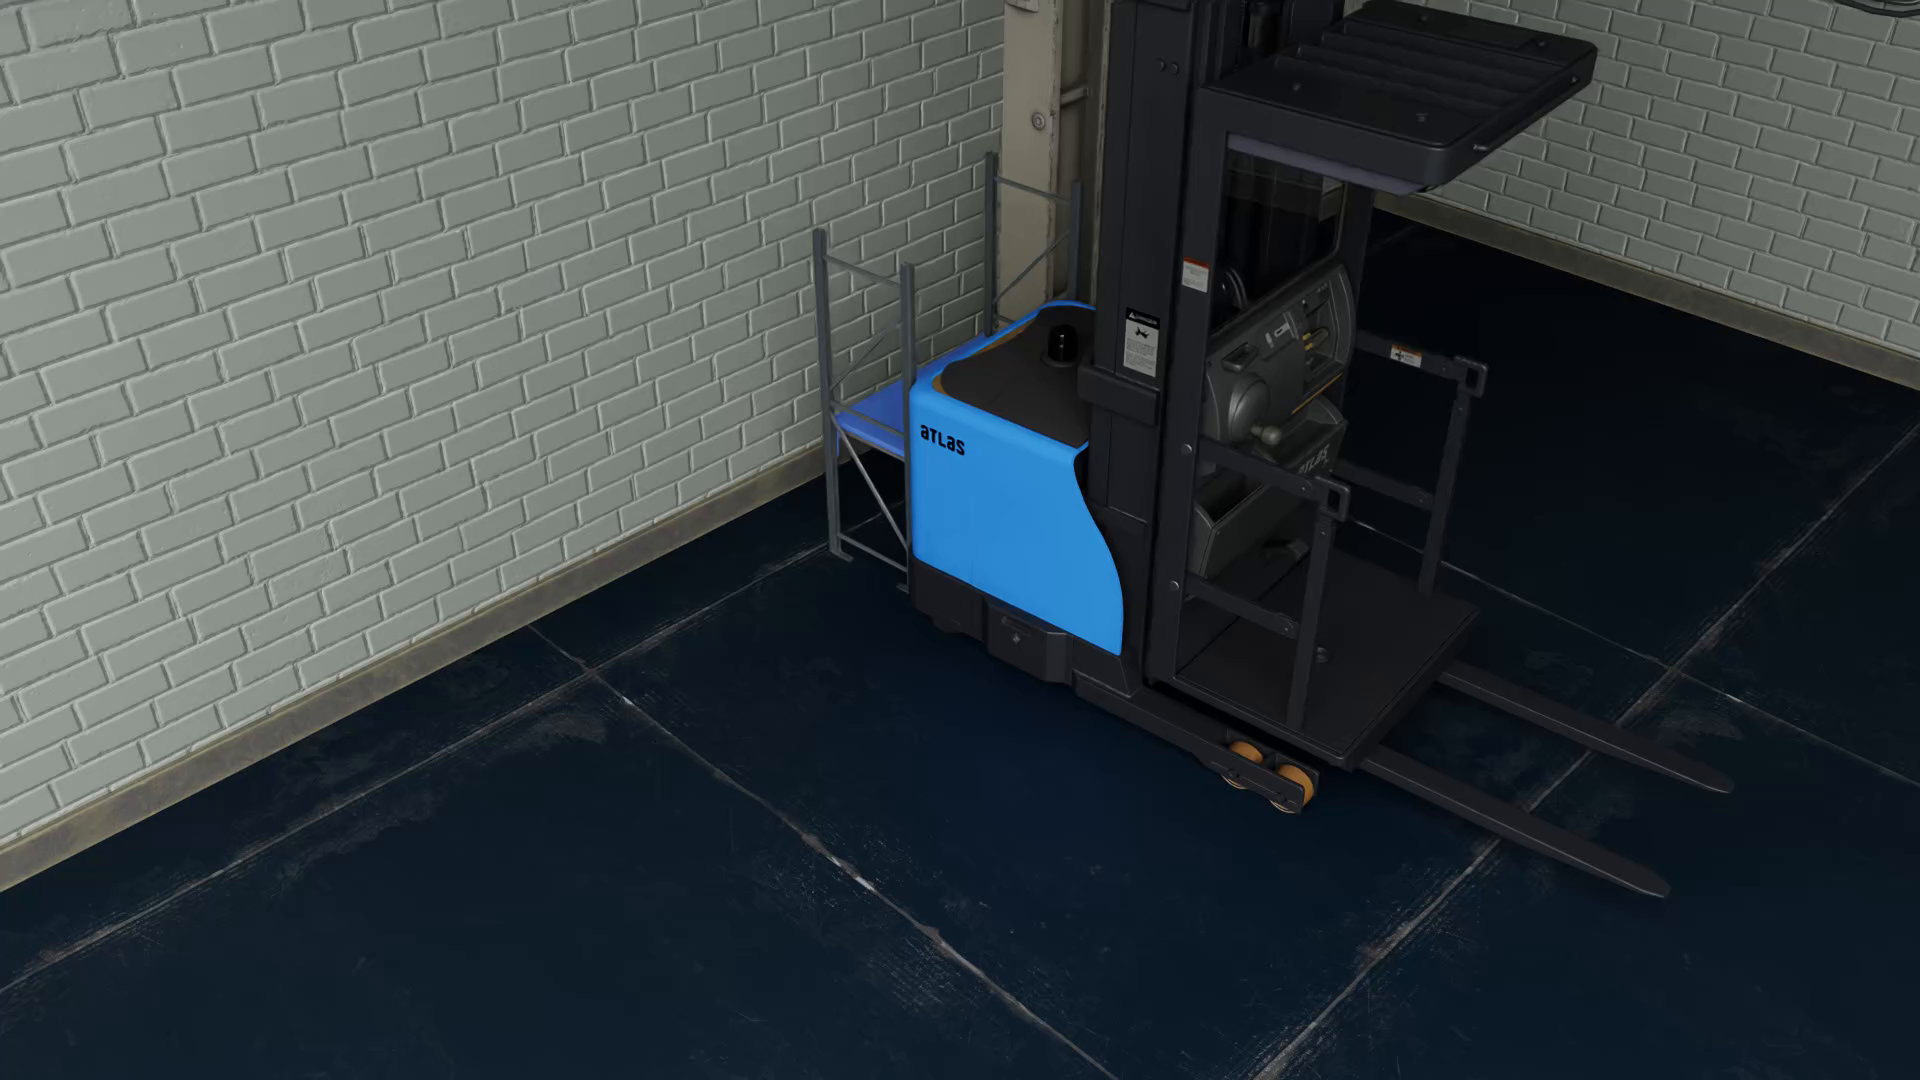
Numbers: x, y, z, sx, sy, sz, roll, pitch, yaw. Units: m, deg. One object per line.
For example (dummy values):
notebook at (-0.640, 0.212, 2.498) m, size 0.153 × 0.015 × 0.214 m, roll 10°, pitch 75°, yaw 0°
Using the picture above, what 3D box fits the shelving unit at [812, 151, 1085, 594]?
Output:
shelving unit at (-0.030, -0.696, 6.936) m, size 0.538 × 1.500 × 1.048 m, roll 27°, pitch 43°, yaw 33°

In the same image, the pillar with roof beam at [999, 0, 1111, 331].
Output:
pillar with roof beam at (3.494, -2.785, 3.376) m, size 9.100 × 9.000 × 0.400 m, roll 30°, pitch 45°, yaw 35°

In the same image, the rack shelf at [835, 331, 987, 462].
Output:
rack shelf at (-0.030, -0.548, 7.039) m, size 0.538 × 0.185 × 1.000 m, roll 27°, pitch 43°, yaw 33°

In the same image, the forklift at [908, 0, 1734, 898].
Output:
forklift at (1.256, -0.585, 5.526) m, size 3.031 × 2.935 × 1.130 m, roll 25°, pitch 42°, yaw 31°

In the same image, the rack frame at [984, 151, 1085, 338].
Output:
rack frame at (0.305, -0.915, 7.250) m, size 0.500 × 1.500 × 0.032 m, roll 27°, pitch 43°, yaw 33°

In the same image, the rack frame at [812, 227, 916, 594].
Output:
rack frame at (-0.364, -0.477, 6.623) m, size 0.500 × 1.500 × 0.032 m, roll 27°, pitch 43°, yaw 33°
